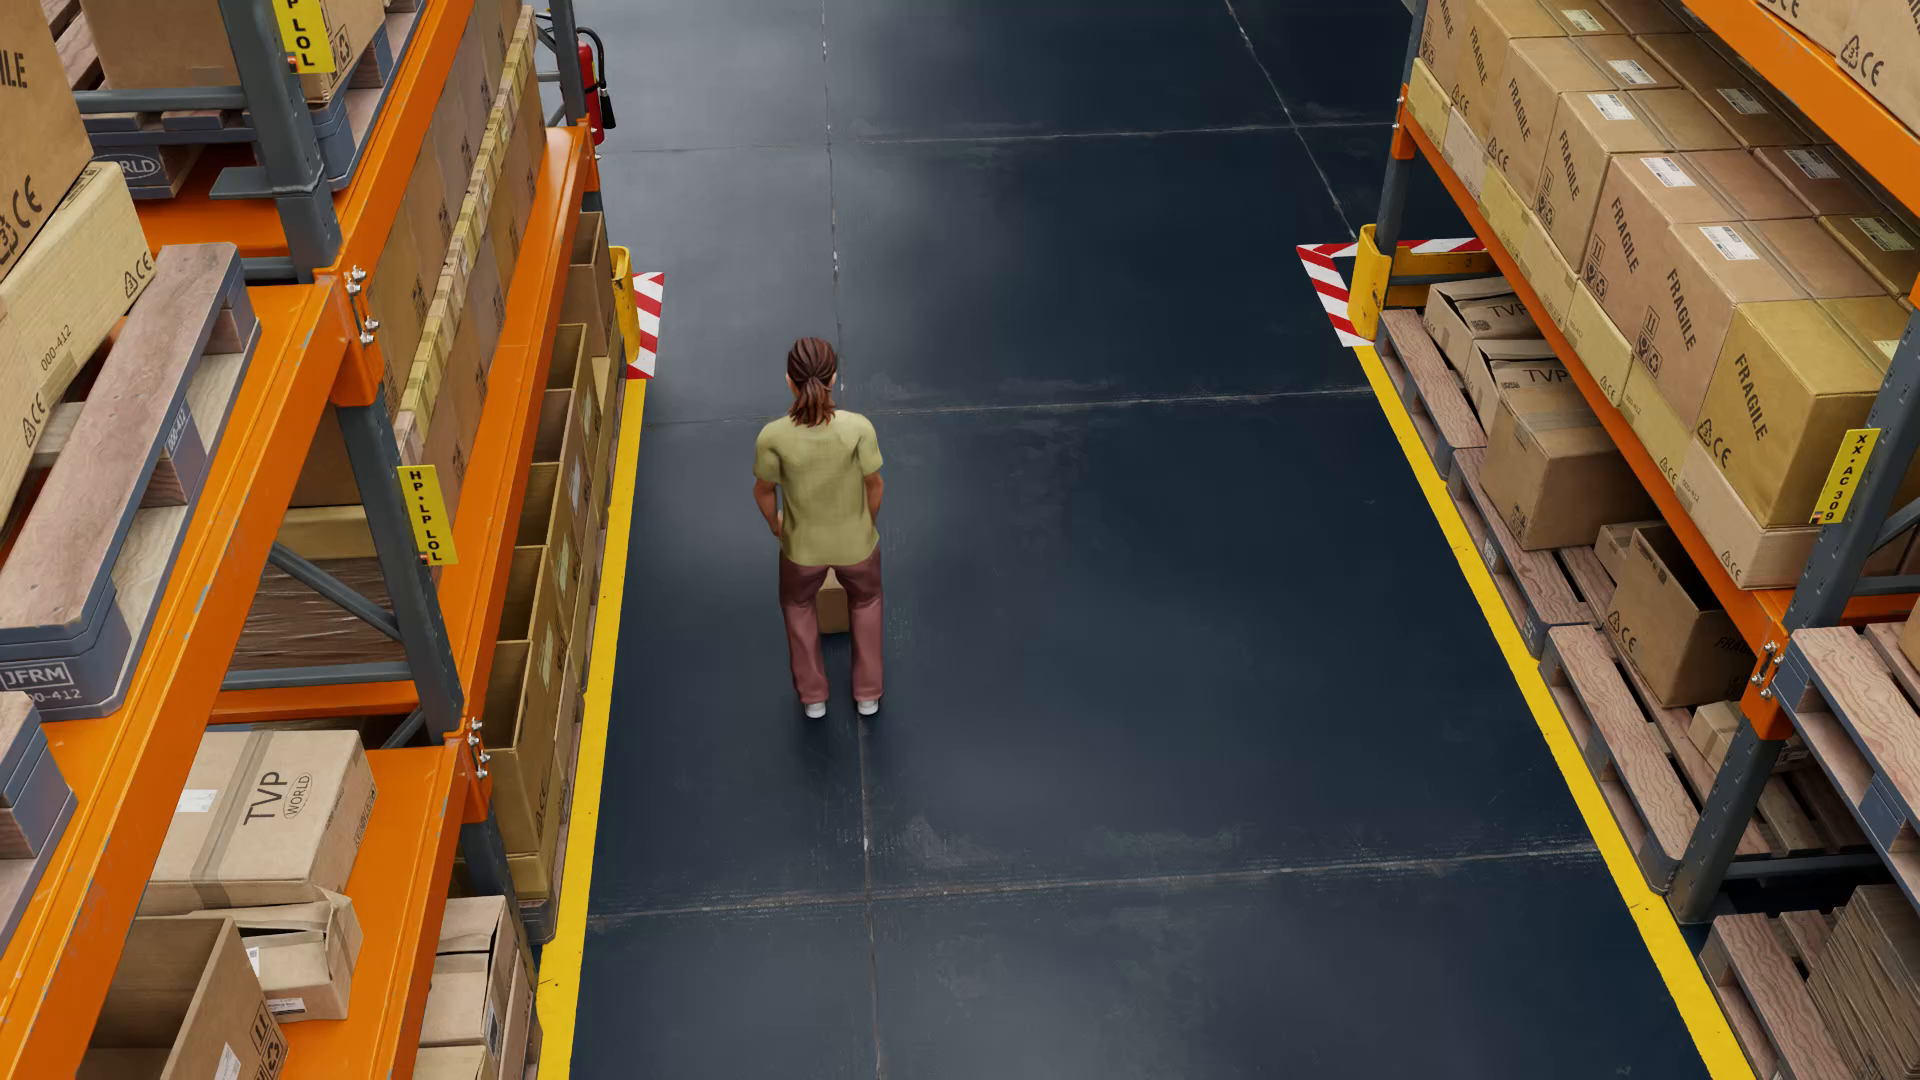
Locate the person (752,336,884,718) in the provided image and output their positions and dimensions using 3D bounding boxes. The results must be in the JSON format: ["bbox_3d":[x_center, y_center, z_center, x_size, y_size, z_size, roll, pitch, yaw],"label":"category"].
[{"bbox_3d":[-0.516,-0.013,6.226,0.474,1.616,0.406,-3,39,-3],"label":"person"}]
